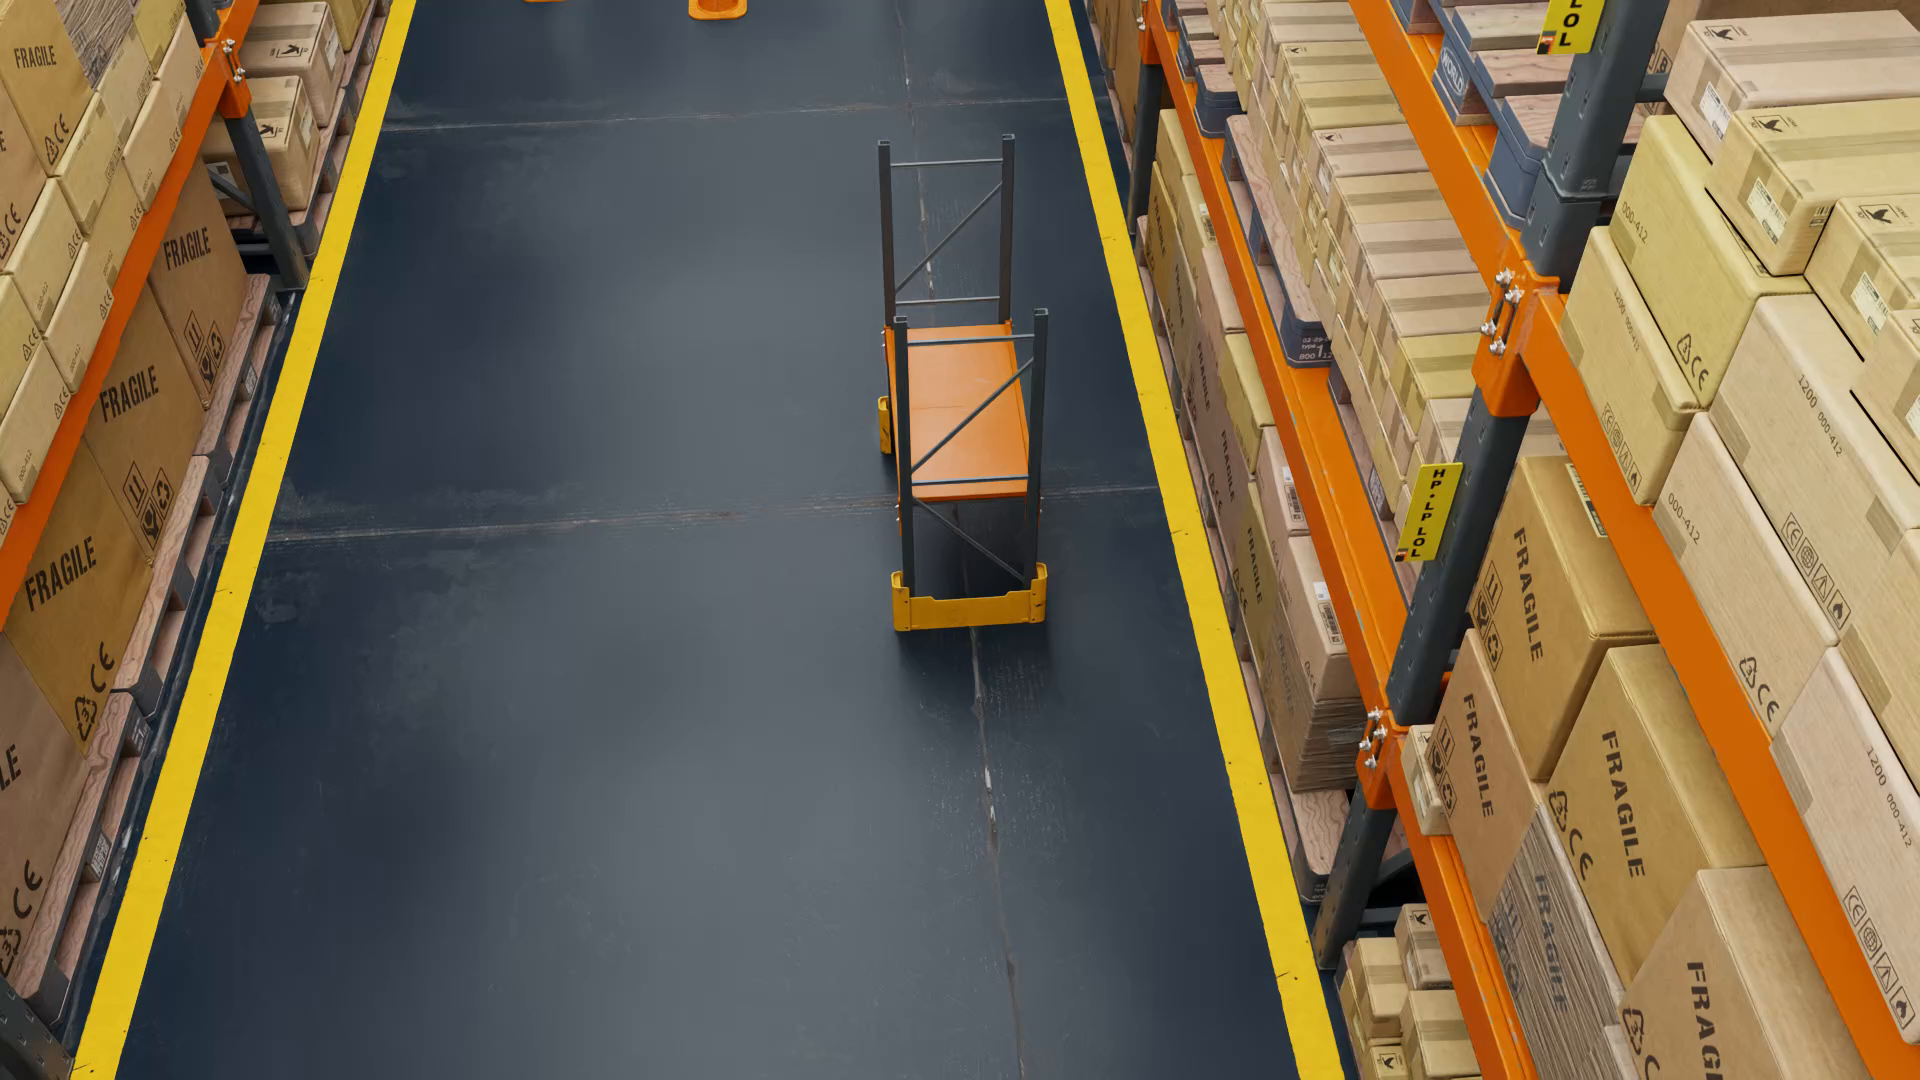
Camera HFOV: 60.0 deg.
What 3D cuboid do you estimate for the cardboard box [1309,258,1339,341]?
[{"bbox_3d":[1.341,-0.784,5.311,0.380,0.149,0.250,-5,47,-5],"label":"cardboard box"}]

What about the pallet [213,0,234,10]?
[{"bbox_3d":[-3.763,-2.663,7.339,1.213,0.211,1.003,-3,47,-3],"label":"pallet"}]

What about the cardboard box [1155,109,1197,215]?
[{"bbox_3d":[1.144,-1.623,7.137,0.500,0.250,0.500,-5,47,-5],"label":"cardboard box"}]

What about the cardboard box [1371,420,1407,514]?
[{"bbox_3d":[1.409,-0.222,4.778,0.380,0.149,0.250,-3,47,-3],"label":"cardboard box"}]

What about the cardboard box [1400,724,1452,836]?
[{"bbox_3d":[1.360,0.611,4.278,0.380,0.149,0.250,-2,47,-2],"label":"cardboard box"}]

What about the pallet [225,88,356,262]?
[{"bbox_3d":[-3.661,-1.827,8.335,1.003,0.211,1.213,-3,47,-3],"label":"pallet"}]

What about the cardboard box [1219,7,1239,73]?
[{"bbox_3d":[1.209,-1.927,6.393,0.380,0.149,0.250,-1,47,-1],"label":"cardboard box"}]

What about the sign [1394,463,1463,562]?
[{"bbox_3d":[1.109,-0.062,3.945,0.100,0.325,0.005,-3,47,-3],"label":"sign"}]

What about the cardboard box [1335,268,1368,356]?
[{"bbox_3d":[1.364,-0.704,5.030,0.380,0.149,0.250,-5,47,-5],"label":"cardboard box"}]

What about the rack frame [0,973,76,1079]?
[{"bbox_3d":[-3.262,0.674,4.046,1.000,3.000,0.127,-3,47,-3],"label":"rack frame"}]

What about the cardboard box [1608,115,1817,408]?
[{"bbox_3d":[1.463,-0.489,2.840,0.500,0.250,0.500,-2,47,-2],"label":"cardboard box"}]

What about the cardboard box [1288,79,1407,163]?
[{"bbox_3d":[1.302,-1.379,5.464,0.380,0.149,0.250,-4,47,-4],"label":"cardboard box"}]

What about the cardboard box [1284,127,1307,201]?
[{"bbox_3d":[1.303,-1.266,5.562,0.380,0.149,0.250,-2,47,-2],"label":"cardboard box"}]

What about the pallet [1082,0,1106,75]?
[{"bbox_3d":[1.237,-3.091,9.532,1.003,0.211,1.213,-3,47,-3],"label":"pallet"}]

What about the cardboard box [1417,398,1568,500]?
[{"bbox_3d":[1.434,-0.241,4.387,0.380,0.149,0.250,-2,47,-1],"label":"cardboard box"}]

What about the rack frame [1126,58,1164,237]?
[{"bbox_3d":[1.327,-2.594,7.141,1.000,3.000,0.127,-3,47,-3],"label":"rack frame"}]

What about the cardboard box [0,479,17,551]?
[{"bbox_3d":[-3.081,0.017,4.772,0.500,0.250,0.500,-5,47,-4],"label":"cardboard box"}]

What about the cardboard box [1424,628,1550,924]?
[{"bbox_3d":[1.453,0.537,3.902,0.500,0.500,0.500,-4,47,-4],"label":"cardboard box"}]

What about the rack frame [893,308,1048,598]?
[{"bbox_3d":[0.035,-0.210,5.916,0.500,1.500,0.032,-3,47,-3],"label":"rack frame"}]

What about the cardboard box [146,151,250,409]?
[{"bbox_3d":[-3.622,-1.129,6.928,0.875,0.875,0.875,-4,47,-4],"label":"cardboard box"}]

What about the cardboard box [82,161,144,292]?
[{"bbox_3d":[-3.211,-1.085,5.815,0.500,0.250,0.500,-4,47,-4],"label":"cardboard box"}]

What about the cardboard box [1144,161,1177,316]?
[{"bbox_3d":[1.132,-1.352,7.397,0.500,0.500,0.500,-5,47,-5],"label":"cardboard box"}]

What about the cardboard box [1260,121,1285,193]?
[{"bbox_3d":[1.277,-1.357,5.853,0.380,0.149,0.250,-3,47,-3],"label":"cardboard box"}]

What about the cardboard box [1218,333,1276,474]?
[{"bbox_3d":[1.260,-0.521,6.093,0.500,0.250,0.500,-5,47,-5],"label":"cardboard box"}]

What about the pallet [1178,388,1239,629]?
[{"bbox_3d":[1.490,-0.189,6.784,1.003,0.211,1.213,-3,47,-3],"label":"pallet"}]

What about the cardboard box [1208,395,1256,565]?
[{"bbox_3d":[1.268,-0.248,6.351,0.500,0.500,0.500,-4,47,-4],"label":"cardboard box"}]

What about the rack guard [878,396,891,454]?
[{"bbox_3d":[-0.048,-0.501,7.053,0.587,0.250,0.087,-3,47,-3],"label":"rack guard"}]

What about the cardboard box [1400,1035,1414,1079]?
[{"bbox_3d":[1.484,1.493,4.740,0.380,0.149,0.250,-3,47,-3],"label":"cardboard box"}]

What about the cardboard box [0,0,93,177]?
[{"bbox_3d":[-3.207,-1.510,5.357,0.500,0.500,0.500,-3,47,-3],"label":"cardboard box"}]

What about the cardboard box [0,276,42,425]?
[{"bbox_3d":[-3.105,-0.524,4.940,0.500,0.250,0.500,-3,47,-3],"label":"cardboard box"}]

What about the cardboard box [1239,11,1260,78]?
[{"bbox_3d":[1.240,-1.821,6.088,0.380,0.149,0.250,-3,47,-3],"label":"cardboard box"}]

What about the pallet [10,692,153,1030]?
[{"bbox_3d":[-3.402,1.079,5.583,1.003,0.211,1.213,-3,47,-3],"label":"pallet"}]

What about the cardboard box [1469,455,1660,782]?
[{"bbox_3d":[1.457,0.161,3.570,0.500,0.500,0.500,-2,47,-2],"label":"cardboard box"}]

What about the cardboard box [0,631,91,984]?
[{"bbox_3d":[-3.394,0.816,5.085,0.875,0.875,0.875,-2,47,-2],"label":"cardboard box"}]

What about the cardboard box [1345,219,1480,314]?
[{"bbox_3d":[1.369,-0.813,4.928,0.380,0.149,0.250,-4,47,-3],"label":"cardboard box"}]

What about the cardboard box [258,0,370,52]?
[{"bbox_3d":[-3.762,-2.953,9.001,0.950,0.372,0.625,-2,47,-2],"label":"cardboard box"}]

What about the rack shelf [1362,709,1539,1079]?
[{"bbox_3d":[1.830,1.994,3.291,1.077,0.370,4.000,-3,47,-3],"label":"rack shelf"}]

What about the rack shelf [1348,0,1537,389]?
[{"bbox_3d":[1.495,-1.931,4.943,1.077,0.370,4.000,-3,47,-3],"label":"rack shelf"}]

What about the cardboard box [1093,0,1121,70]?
[{"bbox_3d":[1.289,-3.043,8.827,1.050,0.750,0.750,-3,47,-3],"label":"cardboard box"}]

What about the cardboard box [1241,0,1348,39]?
[{"bbox_3d":[1.236,-1.947,6.002,0.380,0.149,0.250,-5,47,-5],"label":"cardboard box"}]

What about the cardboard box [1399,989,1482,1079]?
[{"bbox_3d":[1.449,1.396,4.627,0.380,0.149,0.250,-1,47,-1],"label":"cardboard box"}]

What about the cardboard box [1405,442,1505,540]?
[{"bbox_3d":[1.432,-0.136,4.492,0.380,0.149,0.250,-2,47,-2],"label":"cardboard box"}]

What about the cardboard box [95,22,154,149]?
[{"bbox_3d":[-3.256,-1.635,5.991,0.500,0.250,0.500,-5,47,-4],"label":"cardboard box"}]

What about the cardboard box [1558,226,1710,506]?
[{"bbox_3d":[1.438,-0.329,3.033,0.500,0.250,0.500,-1,47,-1],"label":"cardboard box"}]

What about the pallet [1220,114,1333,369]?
[{"bbox_3d":[1.534,-1.099,5.857,1.003,0.211,1.213,-3,47,-3],"label":"pallet"}]

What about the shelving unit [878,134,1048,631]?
[{"bbox_3d":[-0.006,-0.571,6.258,0.587,1.500,1.083,-3,47,-3],"label":"shelving unit"}]
